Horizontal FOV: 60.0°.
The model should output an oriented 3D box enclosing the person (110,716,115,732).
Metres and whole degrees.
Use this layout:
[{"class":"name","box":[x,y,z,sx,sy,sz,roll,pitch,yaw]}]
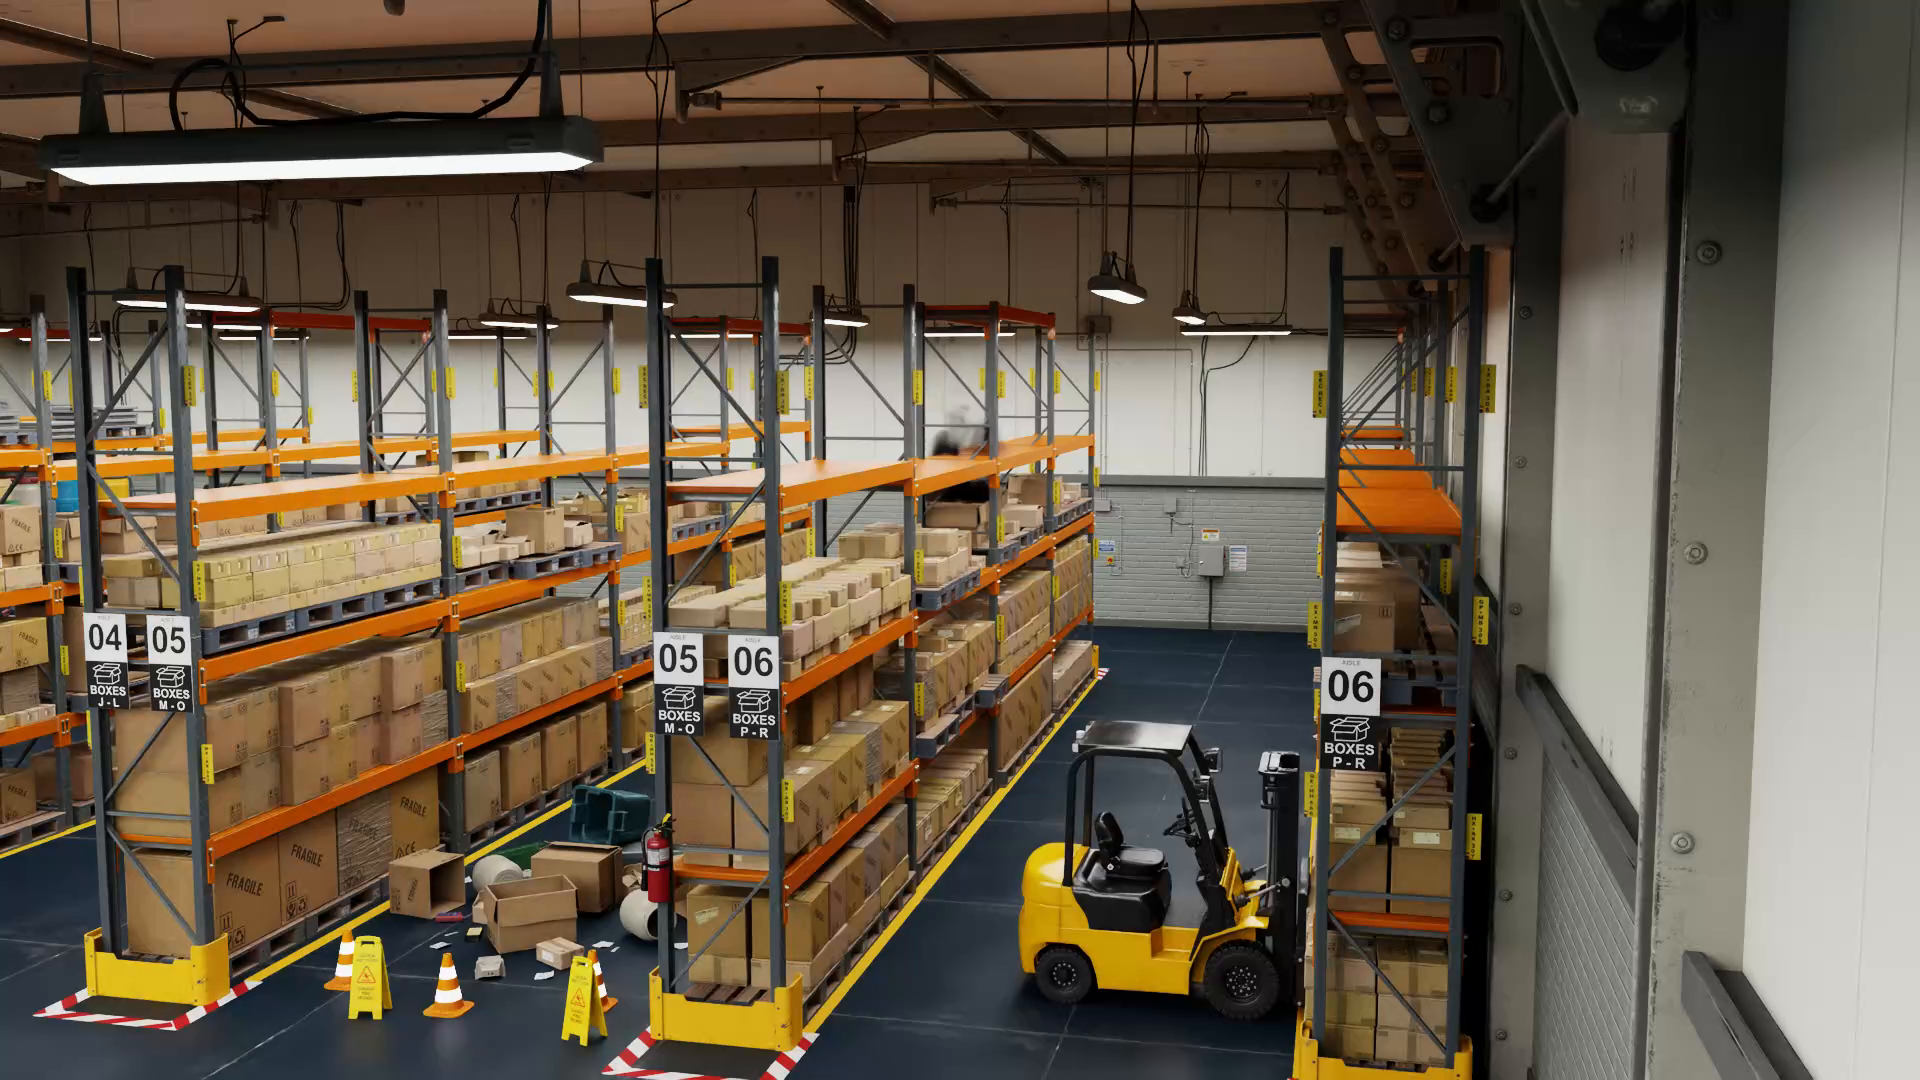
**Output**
[{"class":"person","box":[-11.954,1.935,23.537,0.683,1.726,0.770,1,6,6]}]
